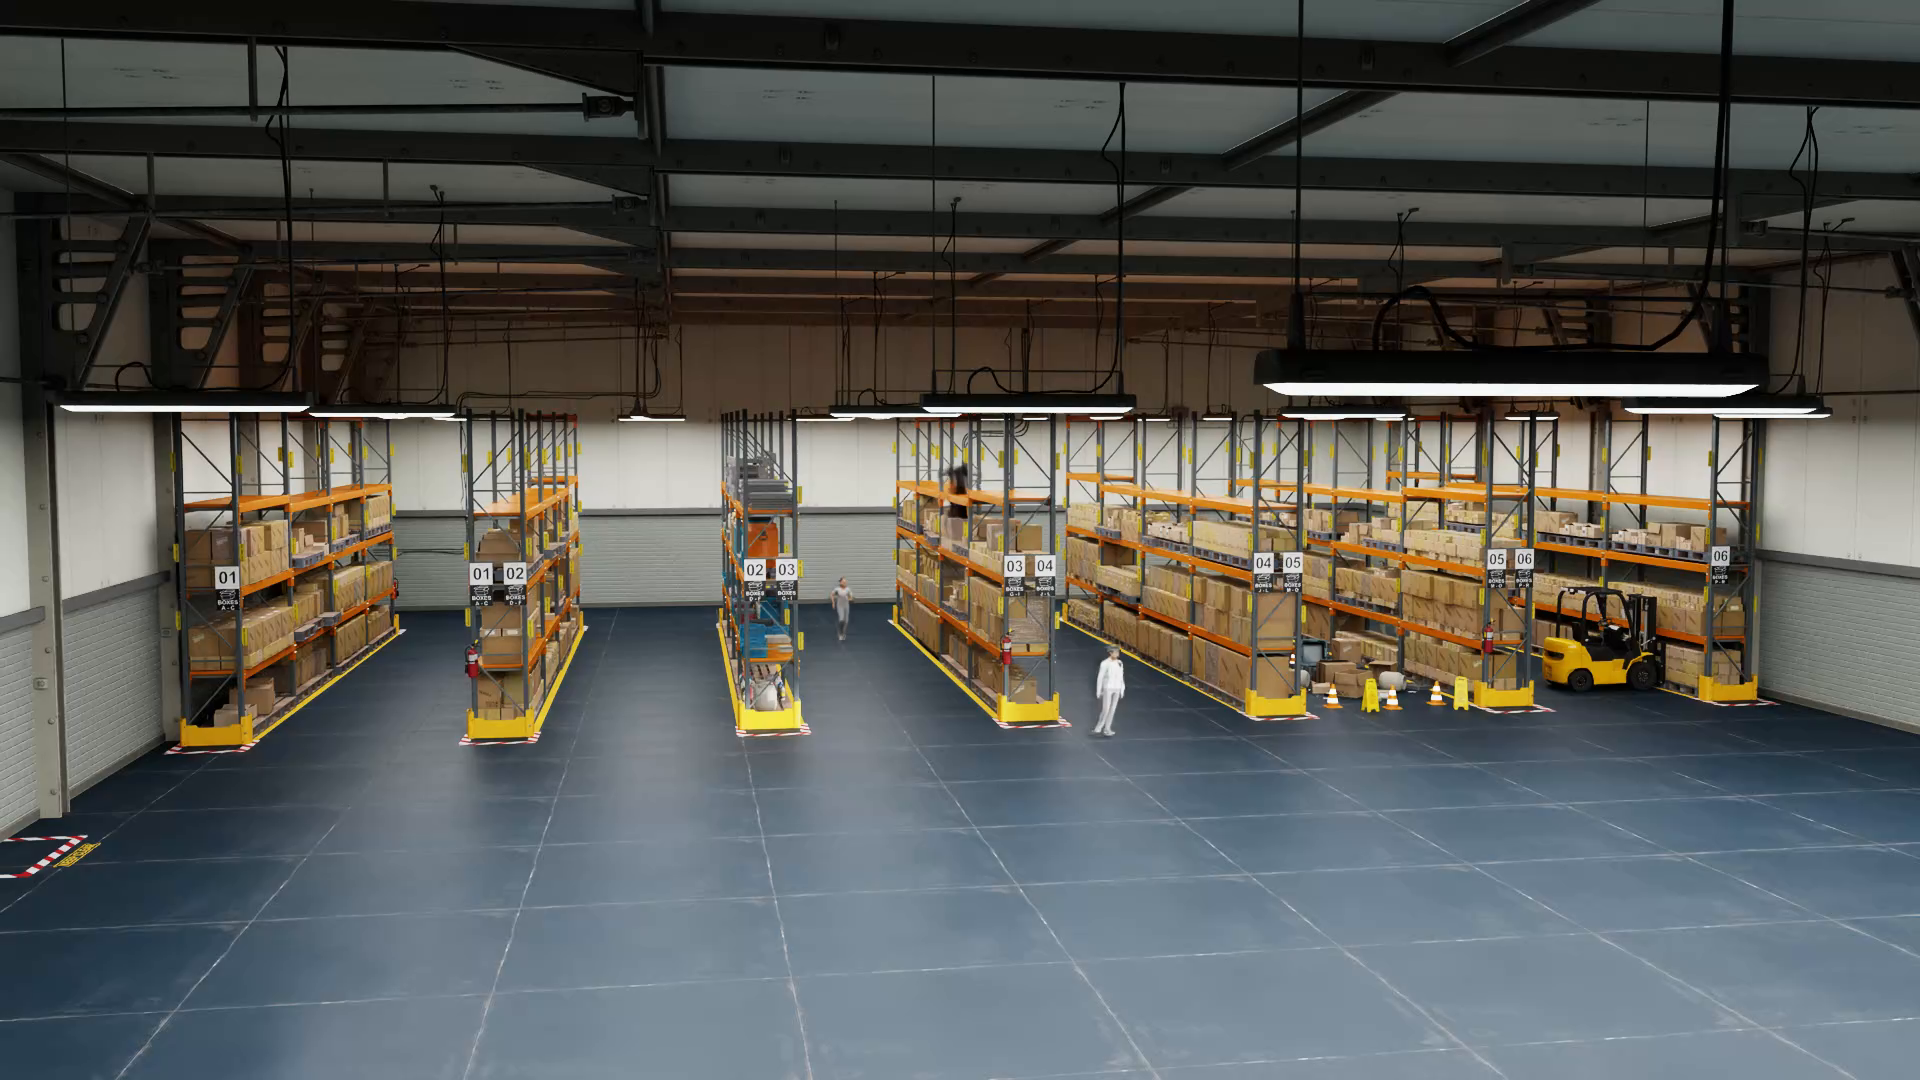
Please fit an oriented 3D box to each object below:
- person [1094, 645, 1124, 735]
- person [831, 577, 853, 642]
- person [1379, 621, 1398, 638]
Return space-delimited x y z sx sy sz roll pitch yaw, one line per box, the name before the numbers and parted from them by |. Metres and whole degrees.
person | 2.747 2.751 30.536 0.562 1.665 0.442 -2 5 -30
person | -3.097 1.827 43.917 0.543 1.688 0.703 -1 4 -19
person | 11.190 1.896 43.276 0.601 1.640 0.945 -1 4 -15
